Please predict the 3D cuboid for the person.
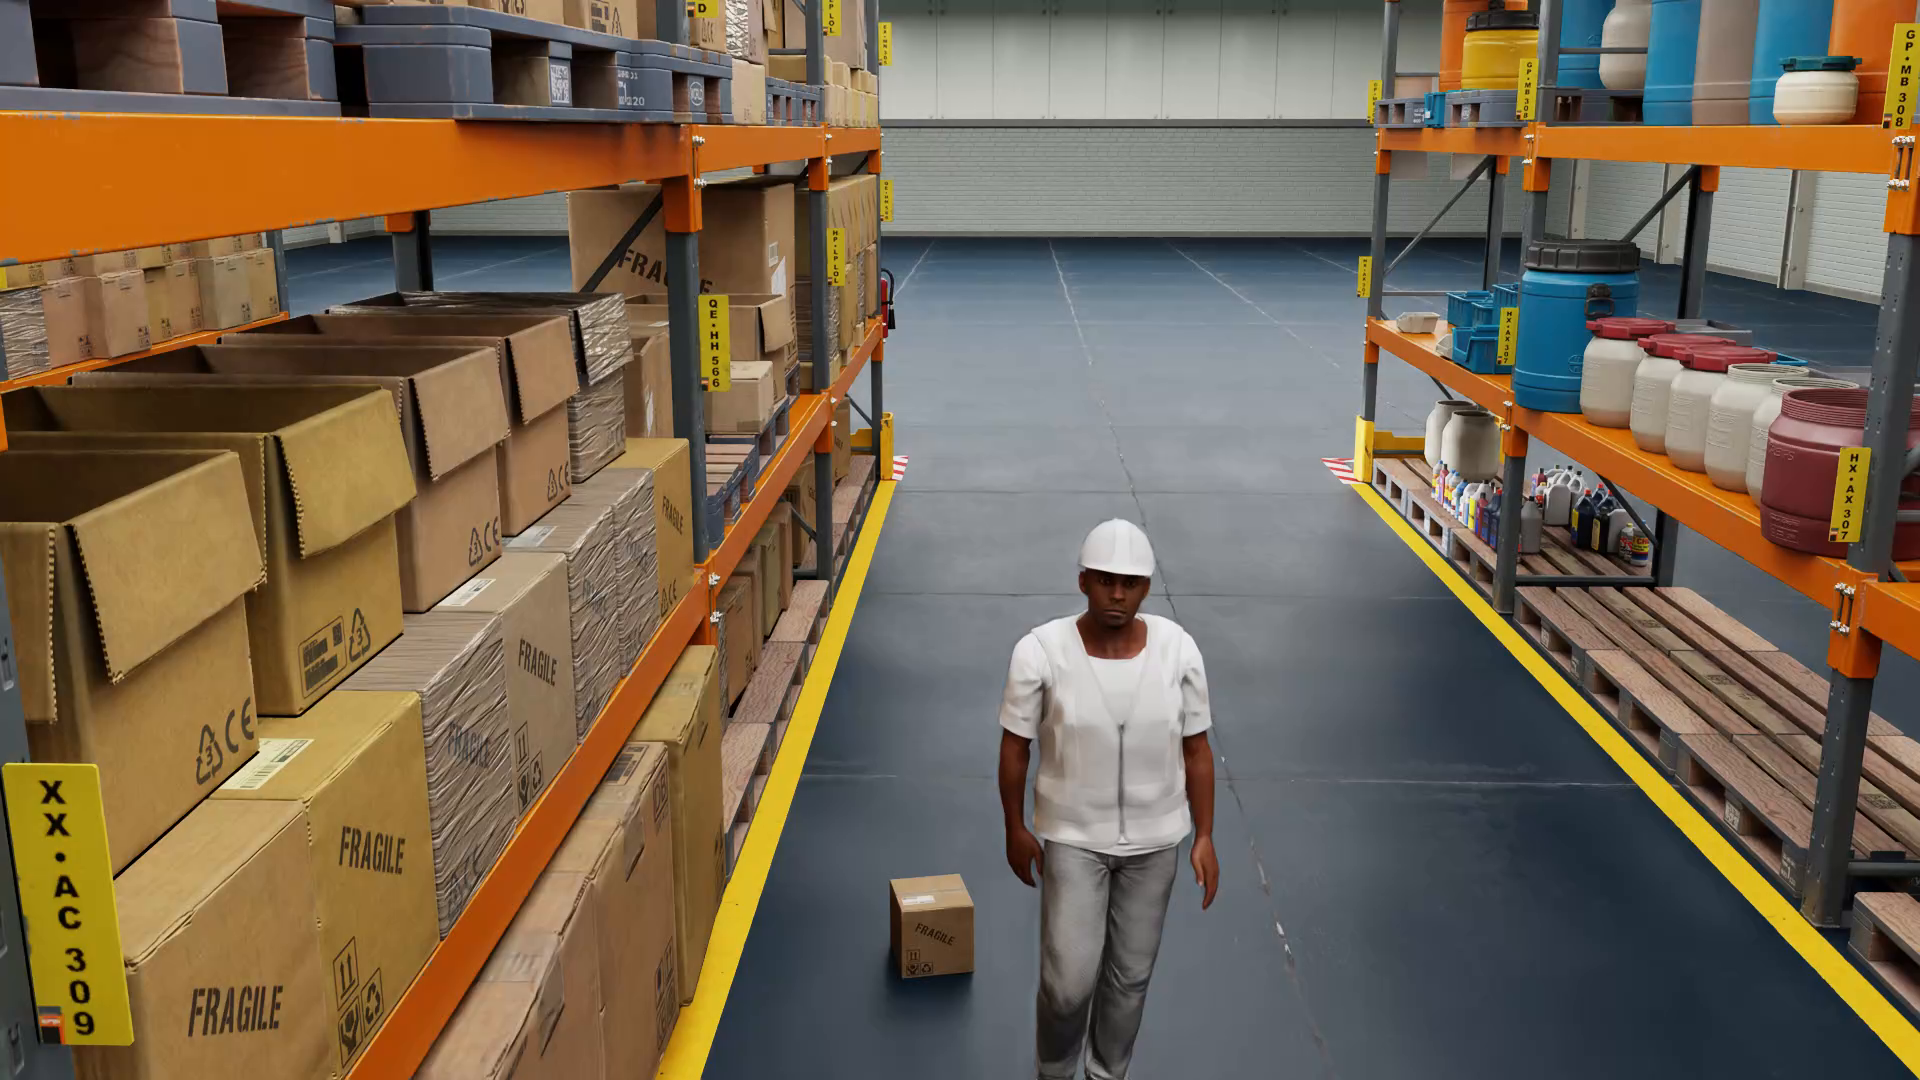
[{"bbox_3d":[0.411,0.831,4.500,0.578,1.781,0.458,-2,14,-8],"label":"person"}]
